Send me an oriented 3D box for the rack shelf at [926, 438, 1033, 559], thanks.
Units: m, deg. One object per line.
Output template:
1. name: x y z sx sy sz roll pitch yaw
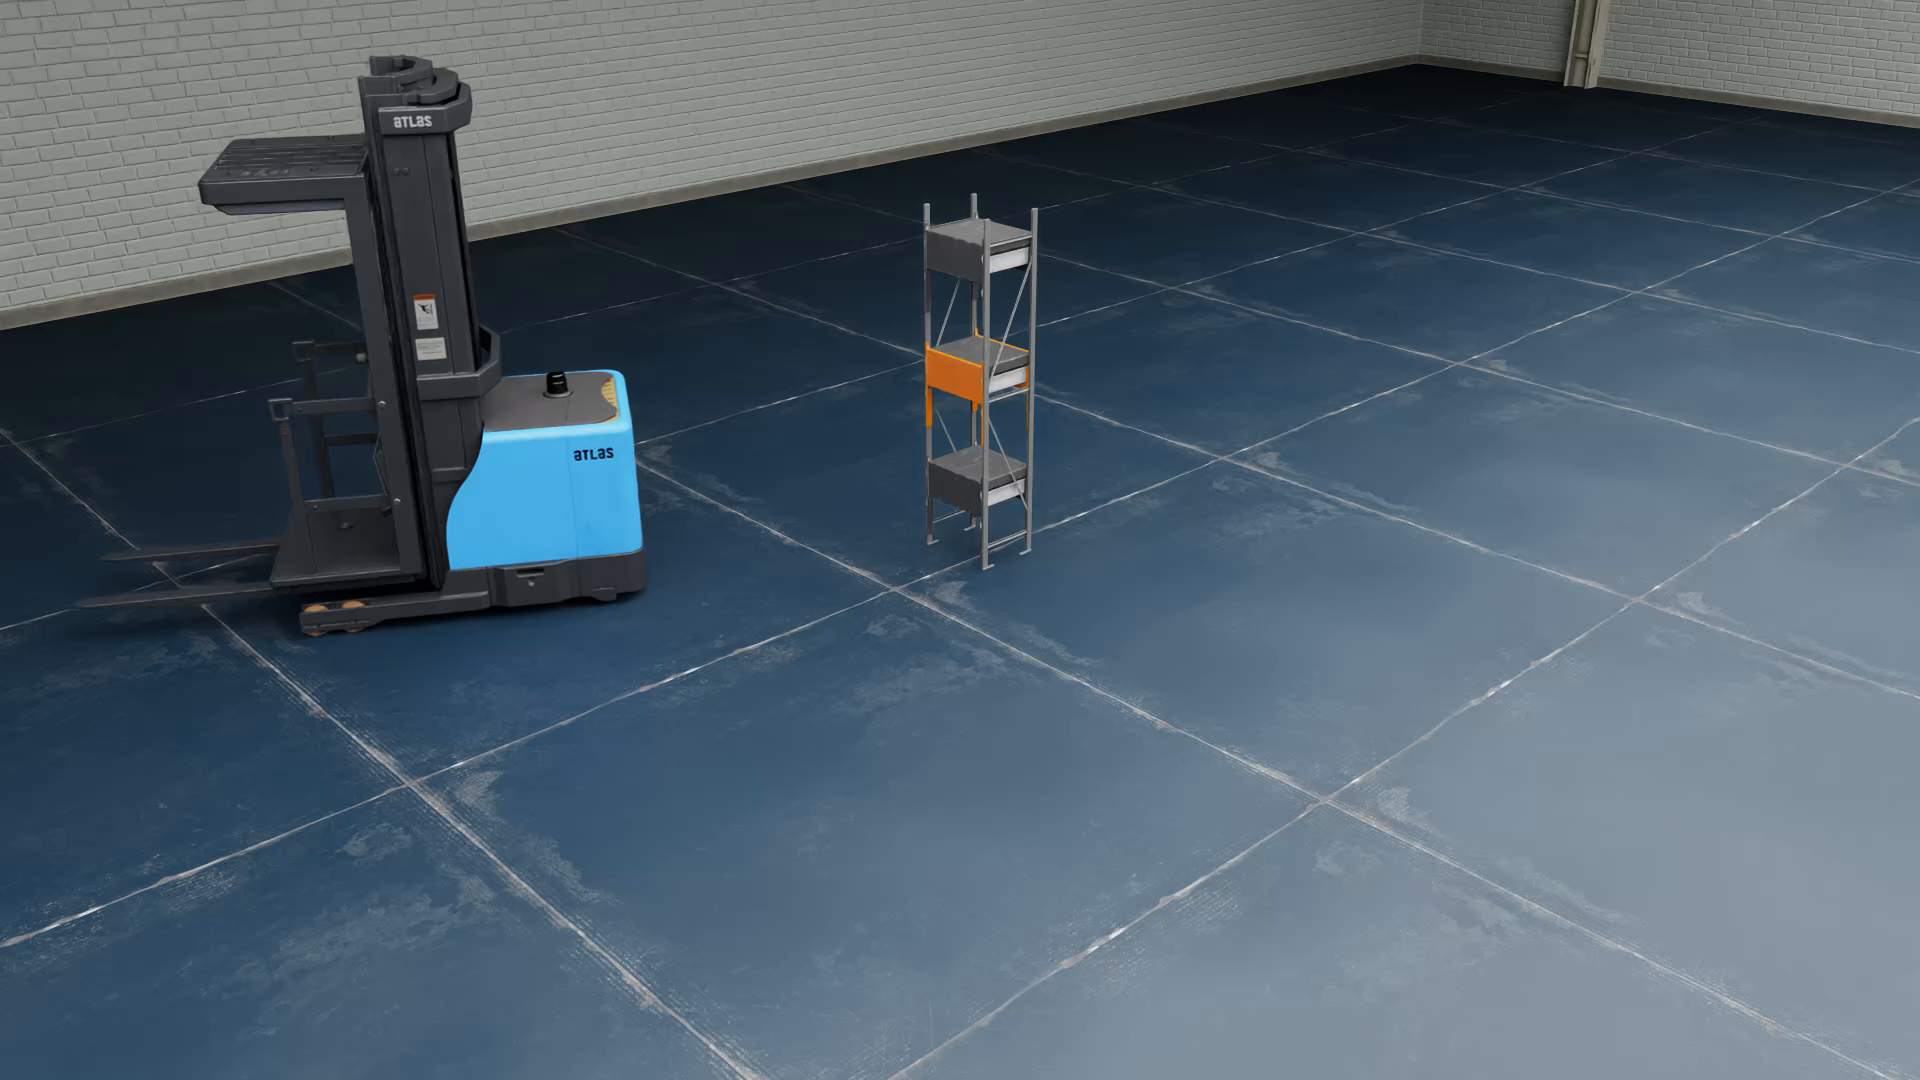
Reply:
1. rack shelf: 0.113 -0.256 10.000 0.431 0.518 0.480 -21 32 -38

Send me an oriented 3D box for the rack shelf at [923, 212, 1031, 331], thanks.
1. rack shelf: 0.113 -1.530 9.419 0.431 0.518 0.480 -21 32 -38

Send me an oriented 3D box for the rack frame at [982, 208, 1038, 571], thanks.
1. rack frame: 0.280 -0.831 9.542 0.400 2.100 0.015 -21 32 -38

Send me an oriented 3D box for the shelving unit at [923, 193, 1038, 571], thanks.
1. shelving unit: 0.113 -0.905 9.704 0.431 2.100 0.503 -21 32 -38

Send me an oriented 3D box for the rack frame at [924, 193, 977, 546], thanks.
1. rack frame: -0.054 -0.979 9.866 0.400 2.100 0.015 -21 32 -38

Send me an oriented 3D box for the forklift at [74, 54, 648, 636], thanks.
1. forklift: -3.361 -1.050 9.020 3.031 2.935 1.130 -6 25 -12

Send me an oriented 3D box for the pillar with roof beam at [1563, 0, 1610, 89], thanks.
1. pillar with roof beam: 6.379 -9.845 20.988 9.100 9.000 0.400 -21 32 -38

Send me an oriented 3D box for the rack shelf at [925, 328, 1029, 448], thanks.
1. rack shelf: 0.113 -0.893 9.710 0.431 0.518 0.480 -21 32 -38
